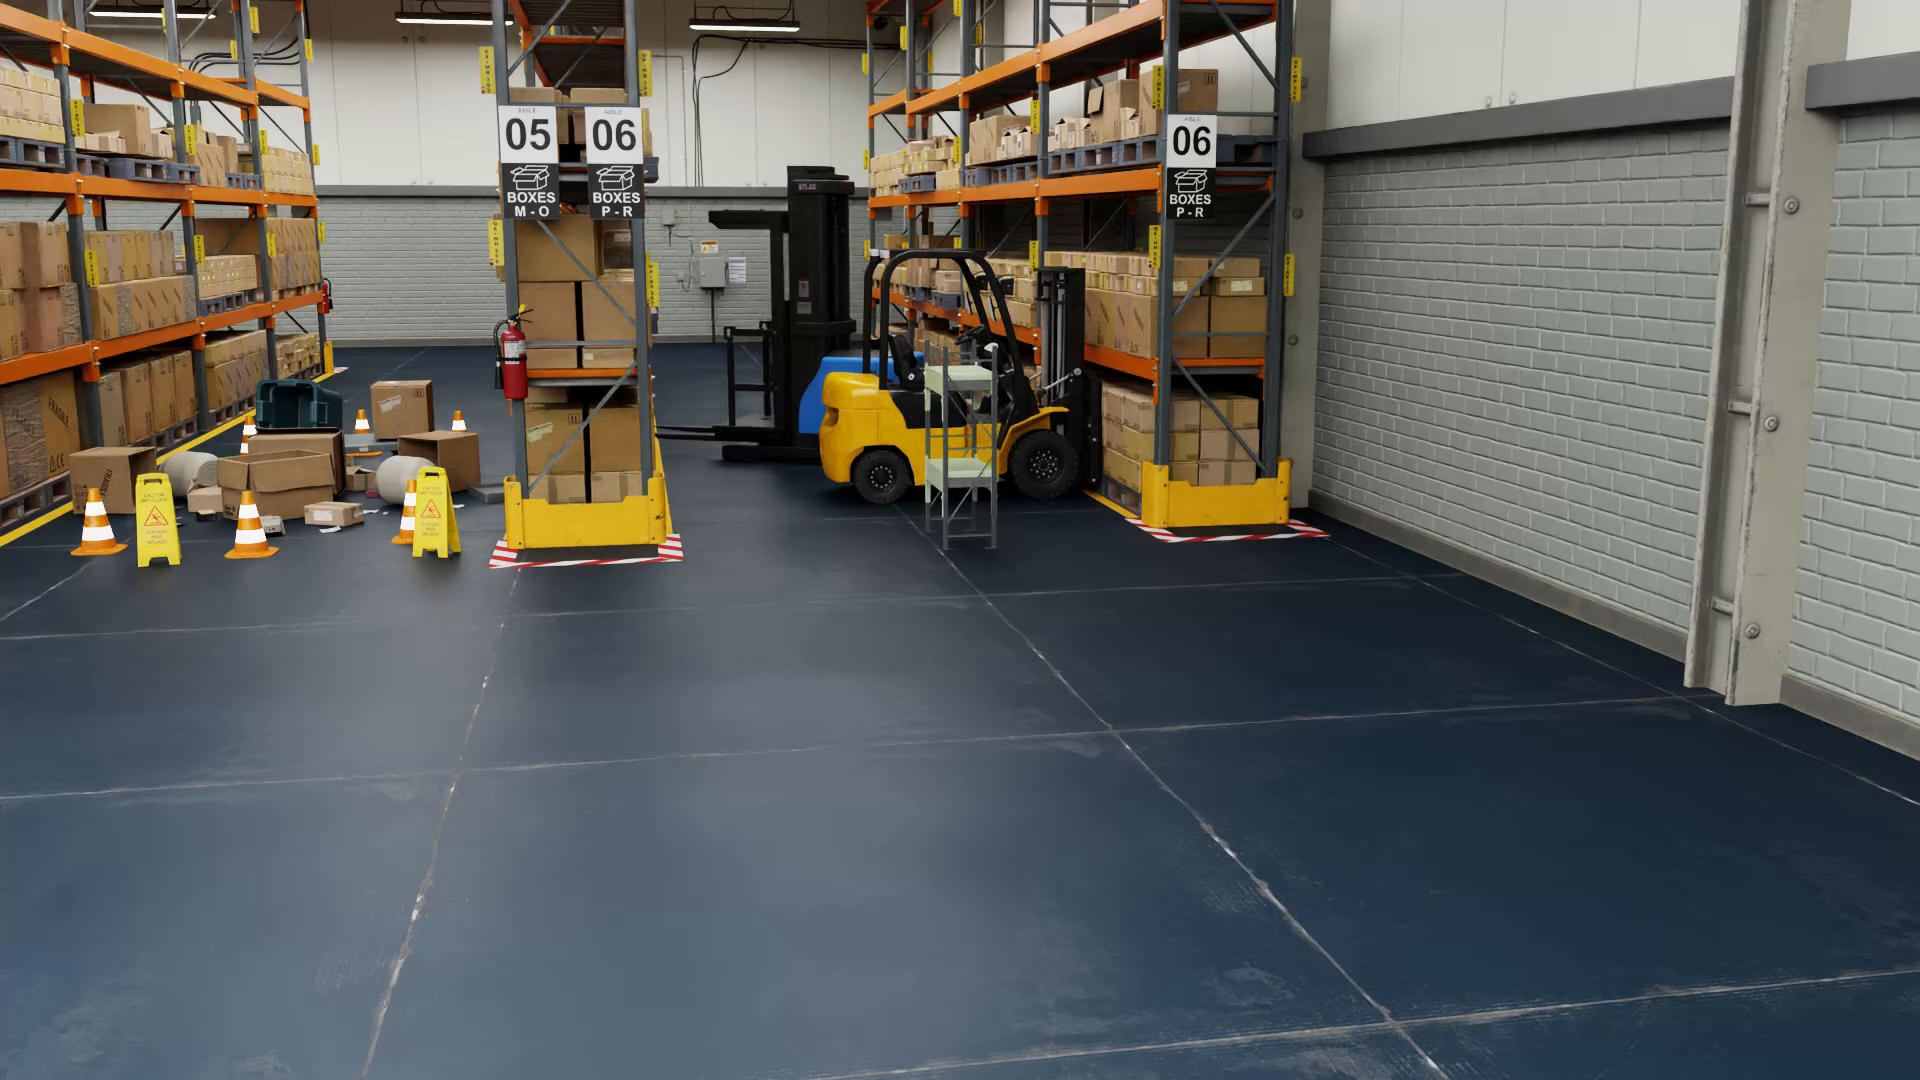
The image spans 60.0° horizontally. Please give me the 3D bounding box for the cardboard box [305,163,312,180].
[{"bbox_3d":[-10.416,-5.750,25.924,0.500,0.250,0.500,-2,11,-13],"label":"cardboard box"}]

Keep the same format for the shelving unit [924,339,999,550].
[{"bbox_3d":[0.001,-0.736,12.550,0.431,1.500,0.755,-2,11,-11],"label":"shelving unit"}]

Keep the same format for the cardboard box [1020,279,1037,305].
[{"bbox_3d":[0.937,-2.611,17.456,0.500,0.250,0.500,-2,11,-12],"label":"cardboard box"}]

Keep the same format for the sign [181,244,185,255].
[{"bbox_3d":[-10.508,-3.850,22.586,0.100,0.325,0.005,-2,11,-11],"label":"sign"}]

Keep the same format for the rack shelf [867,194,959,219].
[{"bbox_3d":[-0.662,-5.312,26.487,1.077,0.370,4.000,-2,11,-11],"label":"rack shelf"}]

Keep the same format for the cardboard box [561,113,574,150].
[{"bbox_3d":[-3.255,-3.166,12.893,0.500,0.250,0.500,-2,11,-12],"label":"cardboard box"}]

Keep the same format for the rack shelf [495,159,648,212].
[{"bbox_3d":[-3.196,-2.930,13.972,1.077,0.370,4.000,-2,11,-11],"label":"rack shelf"}]

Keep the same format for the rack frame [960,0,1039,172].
[{"bbox_3d":[0.505,-6.039,20.358,1.000,3.000,0.127,-2,11,-11],"label":"rack frame"}]

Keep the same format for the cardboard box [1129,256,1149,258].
[{"bbox_3d":[1.653,-2.336,14.150,0.380,0.149,0.250,-2,11,-11],"label":"cardboard box"}]

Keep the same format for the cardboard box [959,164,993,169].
[{"bbox_3d":[0.200,-4.744,20.911,0.380,0.149,0.250,-2,11,-10],"label":"cardboard box"}]

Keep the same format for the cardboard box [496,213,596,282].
[{"bbox_3d":[-3.121,-2.216,12.578,0.700,0.500,0.500,-2,11,-12],"label":"cardboard box"}]

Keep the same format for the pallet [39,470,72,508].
[{"bbox_3d":[-8.350,-0.466,14.582,1.003,0.211,1.213,-2,11,-11],"label":"pallet"}]

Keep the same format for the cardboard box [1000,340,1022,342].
[{"bbox_3d":[0.684,-2.546,21.876,0.380,0.149,0.250,-2,11,-9],"label":"cardboard box"}]

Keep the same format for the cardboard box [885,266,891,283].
[{"bbox_3d":[-0.907,-4.260,26.663,0.500,0.250,0.500,-2,11,-13],"label":"cardboard box"}]

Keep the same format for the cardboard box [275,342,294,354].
[{"bbox_3d":[-9.976,-2.808,24.340,0.380,0.149,0.250,-2,11,-10],"label":"cardboard box"}]

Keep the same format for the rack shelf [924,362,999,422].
[{"bbox_3d":[0.001,-1.119,12.477,0.431,0.370,0.720,-2,11,-11],"label":"rack shelf"}]

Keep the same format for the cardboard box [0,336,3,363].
[{"bbox_3d":[-7.874,-1.592,12.639,0.875,0.550,0.550,-2,11,-11],"label":"cardboard box"}]

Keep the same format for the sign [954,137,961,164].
[{"bbox_3d":[-0.028,-4.800,20.488,0.100,0.325,0.005,-2,11,-11],"label":"sign"}]

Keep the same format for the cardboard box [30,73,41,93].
[{"bbox_3d":[-7.940,-3.828,13.912,0.380,0.149,0.250,-2,11,-11],"label":"cardboard box"}]

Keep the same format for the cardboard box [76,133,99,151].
[{"bbox_3d":[-8.379,-3.783,15.810,0.250,0.149,0.380,-2,11,-11],"label":"cardboard box"}]

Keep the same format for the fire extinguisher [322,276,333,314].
[{"bbox_3d":[-10.351,-4.021,27.005,0.296,0.674,0.183,-2,11,-11],"label":"fire extinguisher"}]

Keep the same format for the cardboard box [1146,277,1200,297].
[{"bbox_3d":[1.719,-2.046,13.420,0.380,0.149,0.250,-2,11,-10],"label":"cardboard box"}]

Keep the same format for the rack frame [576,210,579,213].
[{"bbox_3d":[-5.919,-4.378,27.675,1.000,3.000,0.127,-2,11,-11],"label":"rack frame"}]

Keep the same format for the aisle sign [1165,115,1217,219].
[{"bbox_3d":[1.785,-2.879,12.847,0.394,0.787,0.004,-2,11,-11],"label":"aisle sign"}]

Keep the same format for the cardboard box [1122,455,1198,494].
[{"bbox_3d":[1.660,-0.555,13.820,0.500,0.250,0.500,-2,11,-11],"label":"cardboard box"}]

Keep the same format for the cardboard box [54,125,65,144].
[{"bbox_3d":[-8.037,-3.529,14.473,0.380,0.149,0.250,-2,11,-11],"label":"cardboard box"}]

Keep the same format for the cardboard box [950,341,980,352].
[{"bbox_3d":[0.077,-2.519,21.737,0.380,0.149,0.250,-3,11,-14],"label":"cardboard box"}]

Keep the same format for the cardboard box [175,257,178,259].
[{"bbox_3d":[-10.099,-3.495,20.993,0.380,0.149,0.250,-2,11,-9],"label":"cardboard box"}]

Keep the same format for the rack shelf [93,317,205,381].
[{"bbox_3d":[-8.810,-1.992,17.064,1.077,0.370,4.000,-2,11,-11],"label":"rack shelf"}]

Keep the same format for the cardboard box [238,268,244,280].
[{"bbox_3d":[-9.551,-3.465,21.633,0.380,0.149,0.250,-2,11,-13],"label":"cardboard box"}]

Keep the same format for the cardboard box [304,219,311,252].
[{"bbox_3d":[-10.324,-4.698,25.620,0.500,0.500,0.500,-3,11,-13],"label":"cardboard box"}]

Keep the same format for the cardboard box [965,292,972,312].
[{"bbox_3d":[0.351,-2.928,20.458,0.500,0.250,0.500,-2,11,-11],"label":"cardboard box"}]

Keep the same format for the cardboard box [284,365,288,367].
[{"bbox_3d":[-9.884,-2.423,23.904,0.380,0.149,0.250,-2,11,-11],"label":"cardboard box"}]

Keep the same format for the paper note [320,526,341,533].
[{"bbox_3d":[-4.944,-0.086,13.066,0.148,0.019,0.142,-6,13,-31],"label":"paper note"}]

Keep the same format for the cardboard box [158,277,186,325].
[{"bbox_3d":[-8.753,-2.597,18.051,0.500,0.500,0.500,-2,11,-11],"label":"cardboard box"}]

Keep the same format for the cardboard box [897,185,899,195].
[{"bbox_3d":[-0.764,-5.371,25.541,0.380,0.149,0.250,-2,11,-11],"label":"cardboard box"}]

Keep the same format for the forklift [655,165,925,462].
[{"bbox_3d":[-1.928,-2.322,17.055,3.031,2.935,1.130,3,11,14],"label":"forklift"}]

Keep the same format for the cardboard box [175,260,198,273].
[{"bbox_3d":[-9.100,-3.180,19.339,0.380,0.149,0.250,-2,11,-11],"label":"cardboard box"}]

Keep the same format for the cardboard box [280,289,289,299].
[{"bbox_3d":[-9.970,-3.577,24.137,0.380,0.149,0.250,-2,11,-10],"label":"cardboard box"}]

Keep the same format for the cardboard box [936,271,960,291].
[{"bbox_3d":[-0.018,-3.406,21.848,0.500,0.250,0.500,-3,11,-14],"label":"cardboard box"}]

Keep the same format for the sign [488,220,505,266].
[{"bbox_3d":[-3.356,-2.151,12.033,0.100,0.325,0.005,-2,11,-11],"label":"sign"}]

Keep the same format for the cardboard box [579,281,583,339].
[{"bbox_3d":[-3.370,-1.912,13.657,0.500,0.500,0.500,-2,11,-11],"label":"cardboard box"}]

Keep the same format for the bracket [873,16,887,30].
[{"bbox_3d":[-1.581,-10.300,33.116,0.235,0.232,0.430,-2,11,-11],"label":"bracket"}]

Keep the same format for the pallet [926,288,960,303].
[{"bbox_3d":[0.122,-3.354,22.810,1.003,0.211,1.213,-2,11,-11],"label":"pallet"}]

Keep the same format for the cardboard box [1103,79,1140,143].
[{"bbox_3d":[1.635,-3.667,14.257,0.700,0.500,0.500,-2,11,-11],"label":"cardboard box"}]

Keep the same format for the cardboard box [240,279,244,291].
[{"bbox_3d":[-9.560,-3.324,21.685,0.380,0.149,0.250,-3,11,-14],"label":"cardboard box"}]

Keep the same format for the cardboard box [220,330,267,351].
[{"bbox_3d":[-9.584,-2.665,22.233,0.500,0.250,0.500,-2,11,-13],"label":"cardboard box"}]

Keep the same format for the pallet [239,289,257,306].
[{"bbox_3d":[-9.971,-3.206,22.032,1.003,0.211,1.213,-2,11,-11],"label":"pallet"}]

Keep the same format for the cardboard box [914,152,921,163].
[{"bbox_3d":[-0.440,-5.366,23.329,0.380,0.149,0.250,-2,11,-12],"label":"cardboard box"}]

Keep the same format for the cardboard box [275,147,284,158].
[{"bbox_3d":[-10.005,-5.592,24.030,0.380,0.149,0.250,-2,11,-8],"label":"cardboard box"}]

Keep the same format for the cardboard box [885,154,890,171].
[{"bbox_3d":[-0.911,-5.981,26.346,0.500,0.250,0.500,-2,11,-9],"label":"cardboard box"}]

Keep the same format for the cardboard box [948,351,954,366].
[{"bbox_3d":[0.125,-2.232,21.964,0.500,0.500,0.500,-2,11,-12],"label":"cardboard box"}]

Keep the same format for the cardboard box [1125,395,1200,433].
[{"bbox_3d":[1.665,-1.044,13.718,0.500,0.250,0.500,-2,11,-9],"label":"cardboard box"}]
